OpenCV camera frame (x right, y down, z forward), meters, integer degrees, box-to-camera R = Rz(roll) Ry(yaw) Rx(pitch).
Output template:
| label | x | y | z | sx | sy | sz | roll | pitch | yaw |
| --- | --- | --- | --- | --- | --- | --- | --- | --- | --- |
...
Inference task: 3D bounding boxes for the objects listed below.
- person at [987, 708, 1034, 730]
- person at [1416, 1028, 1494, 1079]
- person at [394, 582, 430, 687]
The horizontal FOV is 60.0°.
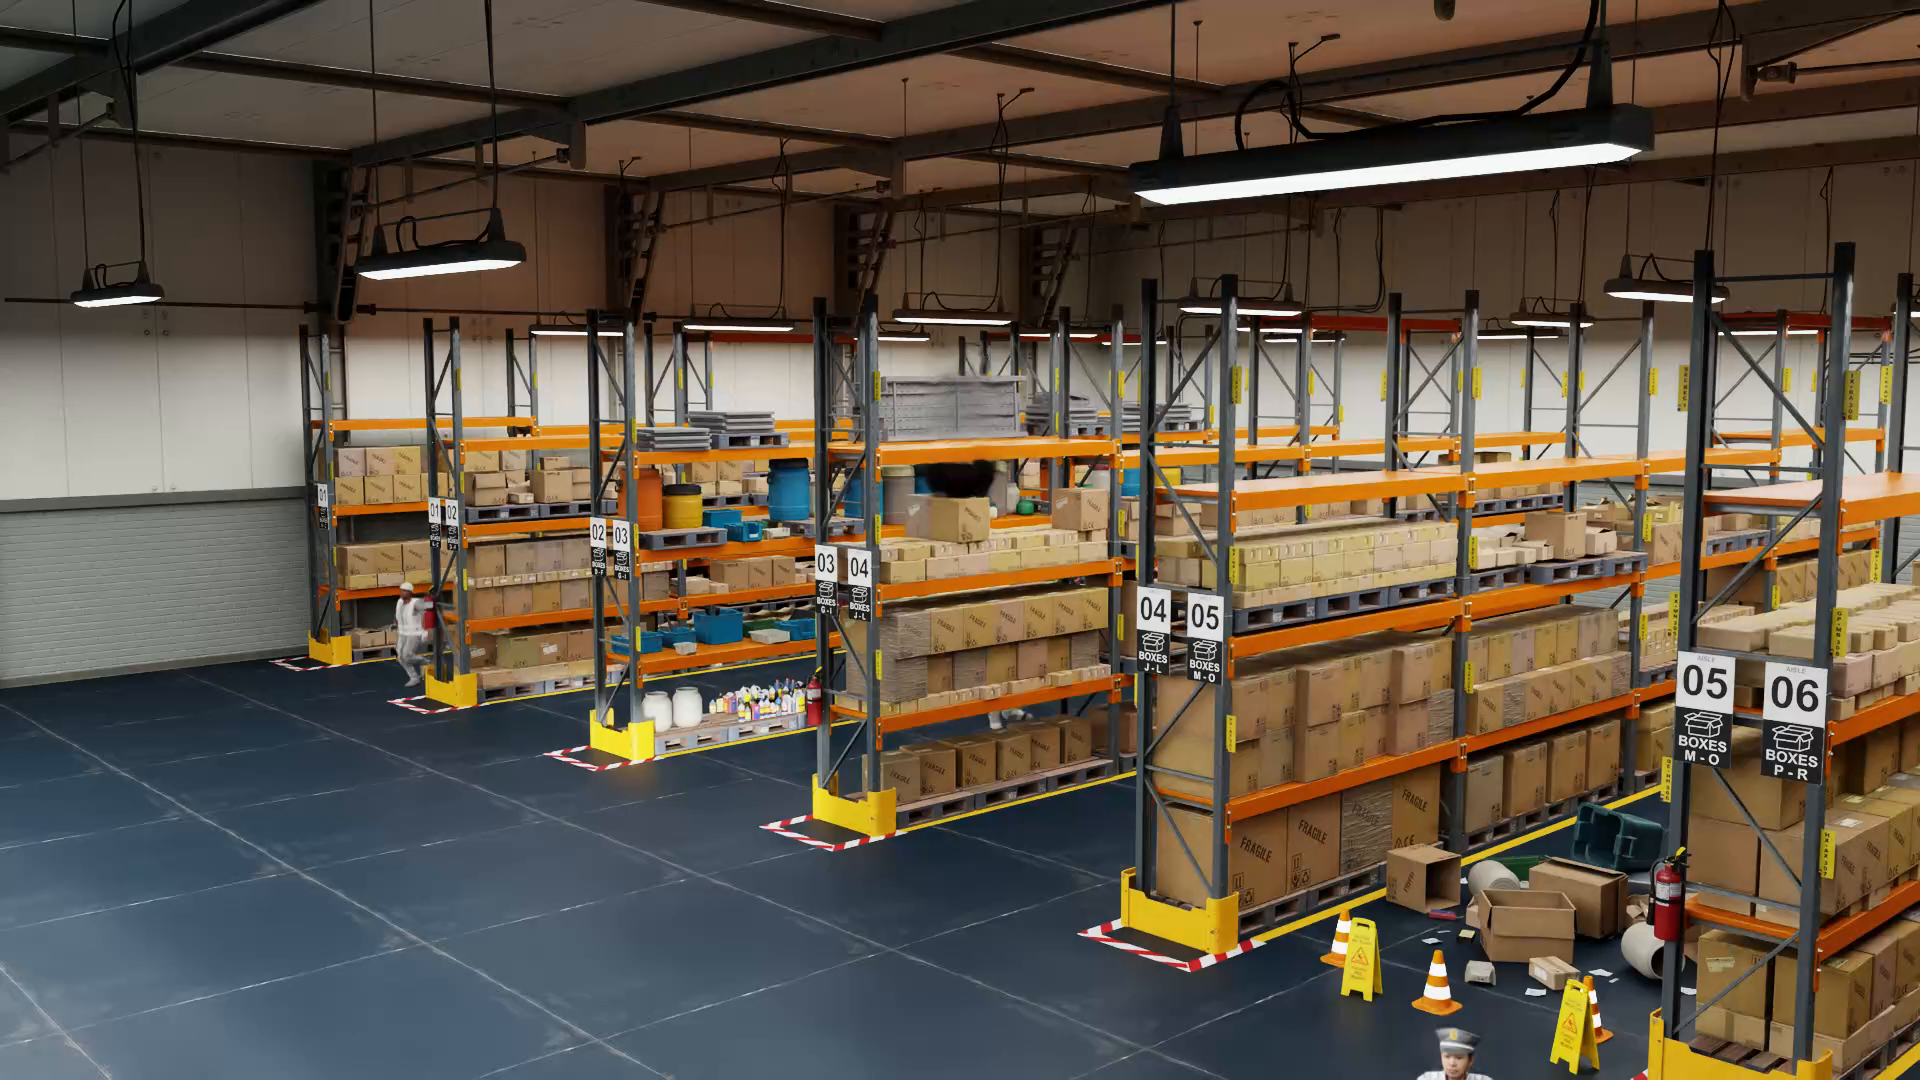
| label | x | y | z | sx | sy | sz | roll | pitch | yaw |
| --- | --- | --- | --- | --- | --- | --- | --- | --- | --- |
| person | 0.648 | 1.985 | 22.920 | 0.845 | 1.774 | 0.655 | -5 | 8 | -43 |
| person | 2.689 | 3.423 | 9.002 | 0.625 | 1.708 | 0.920 | 2 | 6 | 20 |
| person | -9.058 | 1.552 | 27.407 | 0.682 | 1.728 | 0.618 | 3 | 7 | 28 |
